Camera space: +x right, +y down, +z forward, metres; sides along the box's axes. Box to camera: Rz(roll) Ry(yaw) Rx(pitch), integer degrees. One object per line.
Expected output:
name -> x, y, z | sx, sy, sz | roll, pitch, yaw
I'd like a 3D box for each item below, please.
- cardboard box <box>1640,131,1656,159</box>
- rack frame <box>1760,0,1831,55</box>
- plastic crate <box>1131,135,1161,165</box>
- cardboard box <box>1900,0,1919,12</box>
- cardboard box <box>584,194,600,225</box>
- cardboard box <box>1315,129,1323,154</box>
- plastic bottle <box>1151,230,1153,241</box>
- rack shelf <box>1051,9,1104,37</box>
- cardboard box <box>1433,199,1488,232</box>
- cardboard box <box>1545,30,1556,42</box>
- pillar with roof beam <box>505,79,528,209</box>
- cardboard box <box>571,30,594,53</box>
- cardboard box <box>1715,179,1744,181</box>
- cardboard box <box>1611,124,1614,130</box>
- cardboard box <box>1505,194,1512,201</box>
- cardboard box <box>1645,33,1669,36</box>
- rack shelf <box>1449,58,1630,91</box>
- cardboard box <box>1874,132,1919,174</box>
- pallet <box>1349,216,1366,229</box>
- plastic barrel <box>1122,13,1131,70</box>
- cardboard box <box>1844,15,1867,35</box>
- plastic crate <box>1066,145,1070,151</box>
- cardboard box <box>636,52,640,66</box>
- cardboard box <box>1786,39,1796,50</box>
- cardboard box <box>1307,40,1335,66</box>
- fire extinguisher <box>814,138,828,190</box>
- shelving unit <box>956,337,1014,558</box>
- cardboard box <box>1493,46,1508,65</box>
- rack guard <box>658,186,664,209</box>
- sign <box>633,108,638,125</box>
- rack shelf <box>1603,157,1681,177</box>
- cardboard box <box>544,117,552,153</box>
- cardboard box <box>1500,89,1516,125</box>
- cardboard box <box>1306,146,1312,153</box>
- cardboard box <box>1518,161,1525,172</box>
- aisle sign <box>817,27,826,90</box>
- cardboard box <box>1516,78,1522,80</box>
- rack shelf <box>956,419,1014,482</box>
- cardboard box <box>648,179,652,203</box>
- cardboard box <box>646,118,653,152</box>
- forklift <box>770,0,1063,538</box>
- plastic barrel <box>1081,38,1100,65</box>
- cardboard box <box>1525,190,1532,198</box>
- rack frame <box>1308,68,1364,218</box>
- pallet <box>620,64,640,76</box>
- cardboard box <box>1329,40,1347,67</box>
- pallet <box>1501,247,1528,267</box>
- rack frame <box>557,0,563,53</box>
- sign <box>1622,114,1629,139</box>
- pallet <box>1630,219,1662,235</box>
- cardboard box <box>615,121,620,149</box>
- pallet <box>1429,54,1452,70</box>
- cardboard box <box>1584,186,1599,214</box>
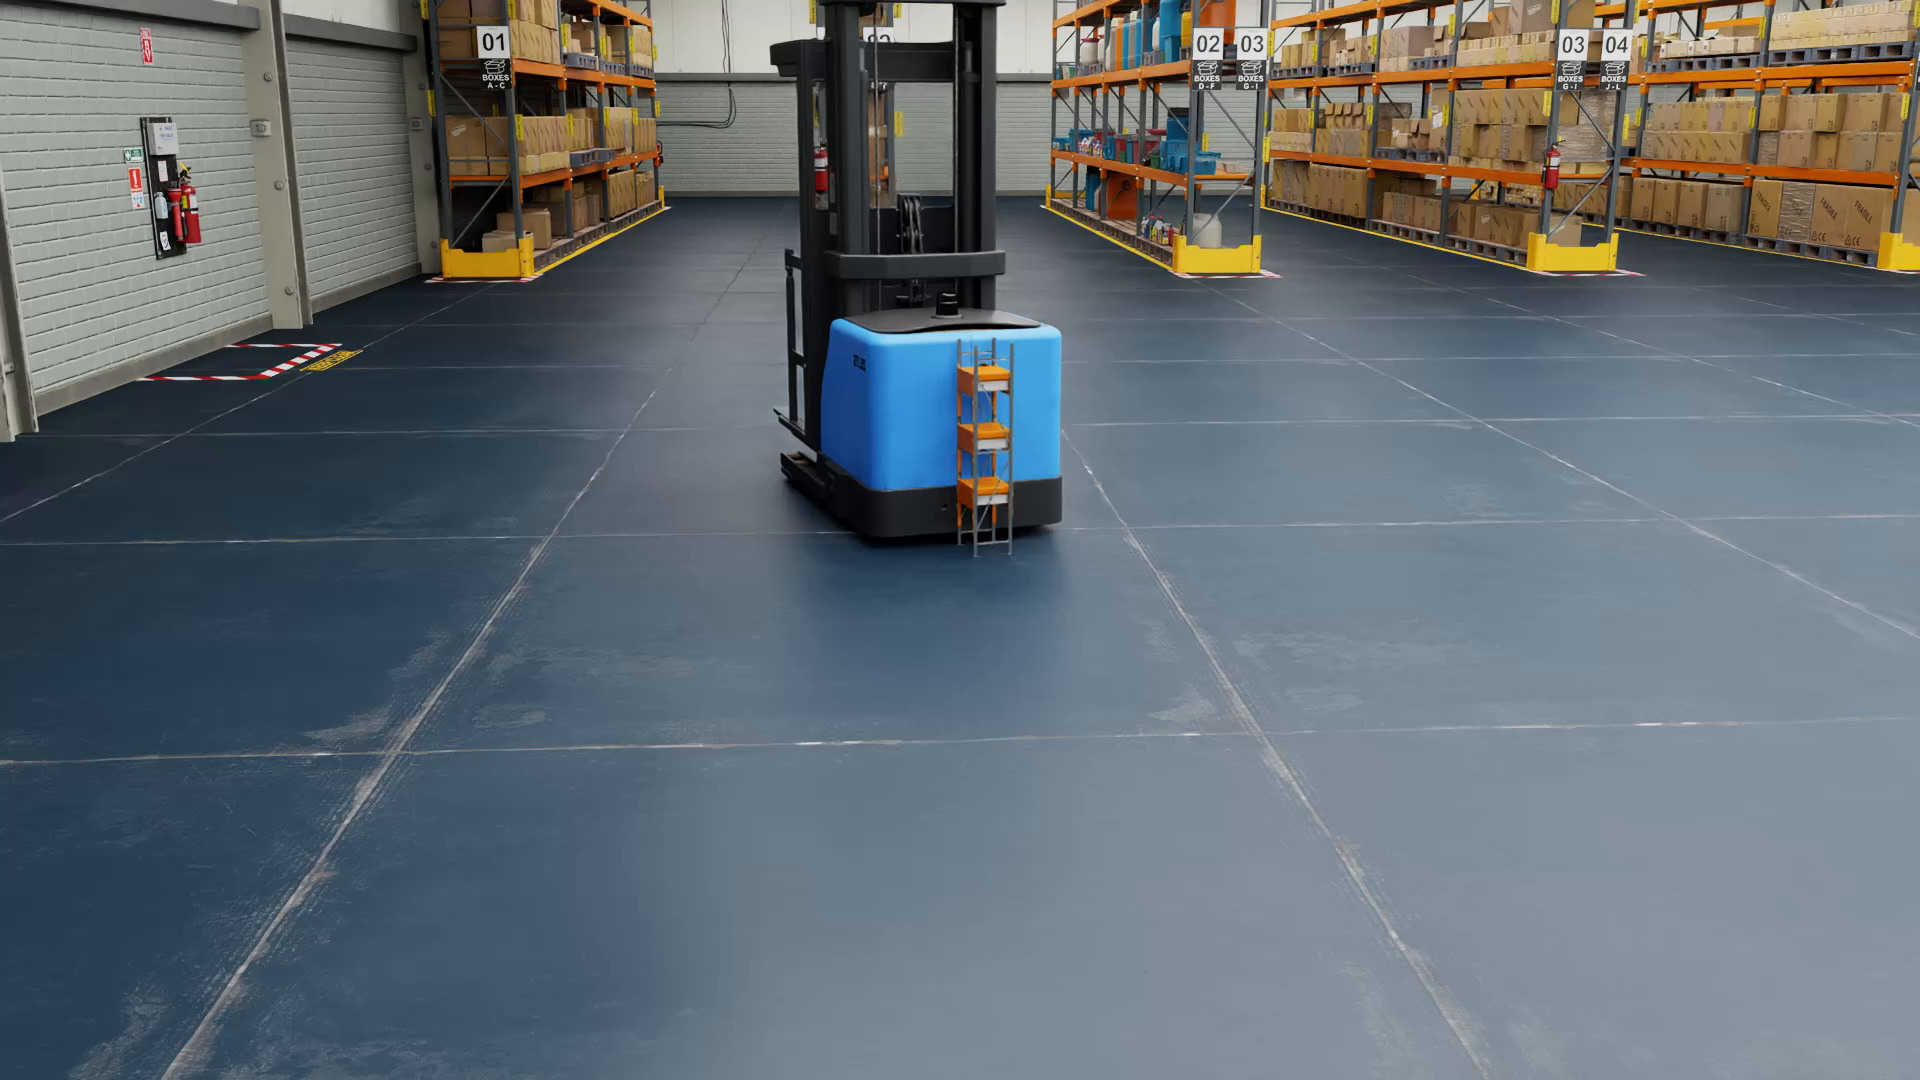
cardboard box -> 12.736, -7.179, 30.207 | 0.500, 0.500, 0.500 | -1, 14, -3
rack frame -> 13.226, -9.157, 26.056 | 1.000, 3.000, 0.127 | -1, 14, -3
plastic crate -> 2.990, -6.270, 26.748 | 0.402, 0.464, 0.583 | -1, 14, -3
cardboard box -> 13.114, -7.304, 22.735 | 0.380, 0.149, 0.250 | -1, 14, -3
cardboard box -> -6.714, -5.790, 29.142 | 0.700, 0.500, 0.500 | -1, 14, -3
cardboard box -> 7.552, -8.120, 33.864 | 0.500, 0.500, 0.500 | -1, 14, -3
plastic bottle -> 2.967, -4.656, 25.337 | 0.097, 0.201, 0.097 | 0, 14, 0
rack shelf -> 2.706, -10.974, 35.364 | 1.077, 0.370, 4.000 | -1, 14, -3
cardboard box -> 8.252, -5.355, 27.455 | 0.700, 0.500, 0.500 | -2, 15, -8
cardboard box -> 8.188, -6.843, 22.582 | 0.380, 0.149, 0.250 | -1, 14, -3
pillar with roof beam -> -3.296, -9.600, 27.780 | 9.100, 9.000, 0.400 | -1, 14, -3
cardboard box -> -6.897, -8.797, 29.593 | 0.700, 0.500, 0.500 | -2, 15, -8
cardboard box -> 17.622, -7.910, 37.548 | 0.875, 0.438, 0.875 | 0, 14, -2
cardboard box -> 12.477, -7.793, 31.264 | 0.380, 0.149, 0.250 | -1, 14, -4
cardboard box -> 12.261, -7.607, 36.951 | 0.380, 0.149, 0.250 | -2, 15, -6
cardboard box -> 13.141, -9.414, 31.338 | 0.396, 0.266, 0.258 | -1, 14, -3
rack shelf -> 8.393, -6.807, 24.386 | 1.077, 0.370, 4.000 | -1, 14, -3
cardboard box -> 13.405, -5.421, 23.274 | 0.875, 0.550, 0.550 | -1, 14, -3
pallet -> 8.047, -6.042, 31.584 | 1.003, 0.211, 1.213 | -1, 14, -3
plastic barrel -> 2.996, -8.267, 27.613 | 0.600, 0.901, 0.708 | -1, 14, -3
cardboard box -> 13.104, -7.399, 23.905 | 0.500, 0.250, 0.500 | -1, 14, -4
plastic crate -> 2.492, -8.283, 35.131 | 0.437, 0.125, 0.590 | -1, 14, -3
cardboard box -> -6.855, -9.895, 34.202 | 0.500, 0.250, 0.500 | -1, 14, -5
cardboard box -> 12.941, -7.612, 25.532 | 0.380, 0.149, 0.250 | -1, 14, -4
cardboard box -> 7.665, -10.136, 34.638 | 0.700, 0.500, 0.500 | -2, 15, -7
fire extinguisher -> -1.827, -4.979, 22.014 | 0.296, 0.674, 0.183 | -1, 14, -3
shelving unit -> 0.122, -0.455, 8.188 | 0.215, 1.050, 0.252 | -5, 15, -18
cardboard box -> 8.140, -7.078, 24.297 | 0.500, 0.250, 0.500 | -1, 14, -4
rack guard -> -7.307, -7.750, 37.646 | 1.175, 0.500, 0.348 | -1, 14, -3
sign -> -6.517, -8.493, 33.352 | 0.100, 0.325, 0.005 | -1, 14, -3
rack shelf -> 12.854, -7.395, 32.692 | 1.077, 0.370, 4.000 | -1, 14, -3
cardboard box -> -6.135, -5.779, 23.724 | 0.500, 0.500, 0.500 | 0, 14, -2
cardboard box -> 8.171, -6.263, 24.046 | 0.500, 0.500, 0.500 | -1, 14, -3
cardboard box -> 7.427, -8.139, 34.642 | 0.380, 0.149, 0.250 | -1, 14, -3
cardboard box -> 8.211, -5.337, 23.754 | 0.380, 0.149, 0.250 | -1, 14, -3
aisle sign -> -1.660, -6.291, 21.741 | 0.394, 0.787, 0.004 | -1, 14, -3
cardboard box -> 12.349, -10.113, 36.092 | 0.500, 0.250, 0.500 | -1, 14, -4
rack shelf -> 0.122, -0.445, 8.191 | 0.215, 0.259, 0.240 | -5, 15, -18
cardboard box -> -7.132, -7.651, 36.416 | 0.700, 0.500, 0.500 | -1, 14, -4
cardboard box -> -7.208, -8.793, 36.078 | 0.980, 0.700, 0.700 | -1, 14, -4
forklift -> -0.428, -1.753, 9.458 | 1.130, 2.935, 3.031 | -5, 15, -18
plastic barrel -> 2.612, -9.700, 33.072 | 0.433, 0.535, 0.433 | 0, 14, 0
cardboard box -> 12.330, -7.415, 35.606 | 0.380, 0.149, 0.250 | -1, 14, -5
rack frame -> 7.773, -8.190, 34.336 | 1.000, 3.000, 0.127 | -1, 14, -3
pallet -> -7.098, -9.573, 33.873 | 1.003, 0.211, 1.213 | -1, 14, -3
cardboard box -> 7.819, -9.750, 33.337 | 0.700, 0.500, 0.500 | -1, 14, -2
pallet -> 8.497, -4.076, 23.945 | 1.003, 0.211, 1.213 | -1, 14, -3
rack frame -> -6.563, -8.876, 24.964 | 1.000, 3.000, 0.127 | -1, 14, -3
sign -> 9.058, -5.633, 22.662 | 0.100, 0.325, 0.005 | -1, 14, -3
pallet -> 12.951, -5.698, 30.250 | 1.003, 0.211, 1.213 | -1, 14, -3
cardboard box -> -6.638, -7.546, 30.997 | 0.500, 0.500, 0.500 | -1, 14, -4
pallet -> 8.337, -7.717, 26.856 | 1.213, 0.211, 1.003 | -1, 14, -3
cardboard box -> 12.599, -6.659, 32.561 | 0.500, 0.500, 0.500 | -2, 15, -6
